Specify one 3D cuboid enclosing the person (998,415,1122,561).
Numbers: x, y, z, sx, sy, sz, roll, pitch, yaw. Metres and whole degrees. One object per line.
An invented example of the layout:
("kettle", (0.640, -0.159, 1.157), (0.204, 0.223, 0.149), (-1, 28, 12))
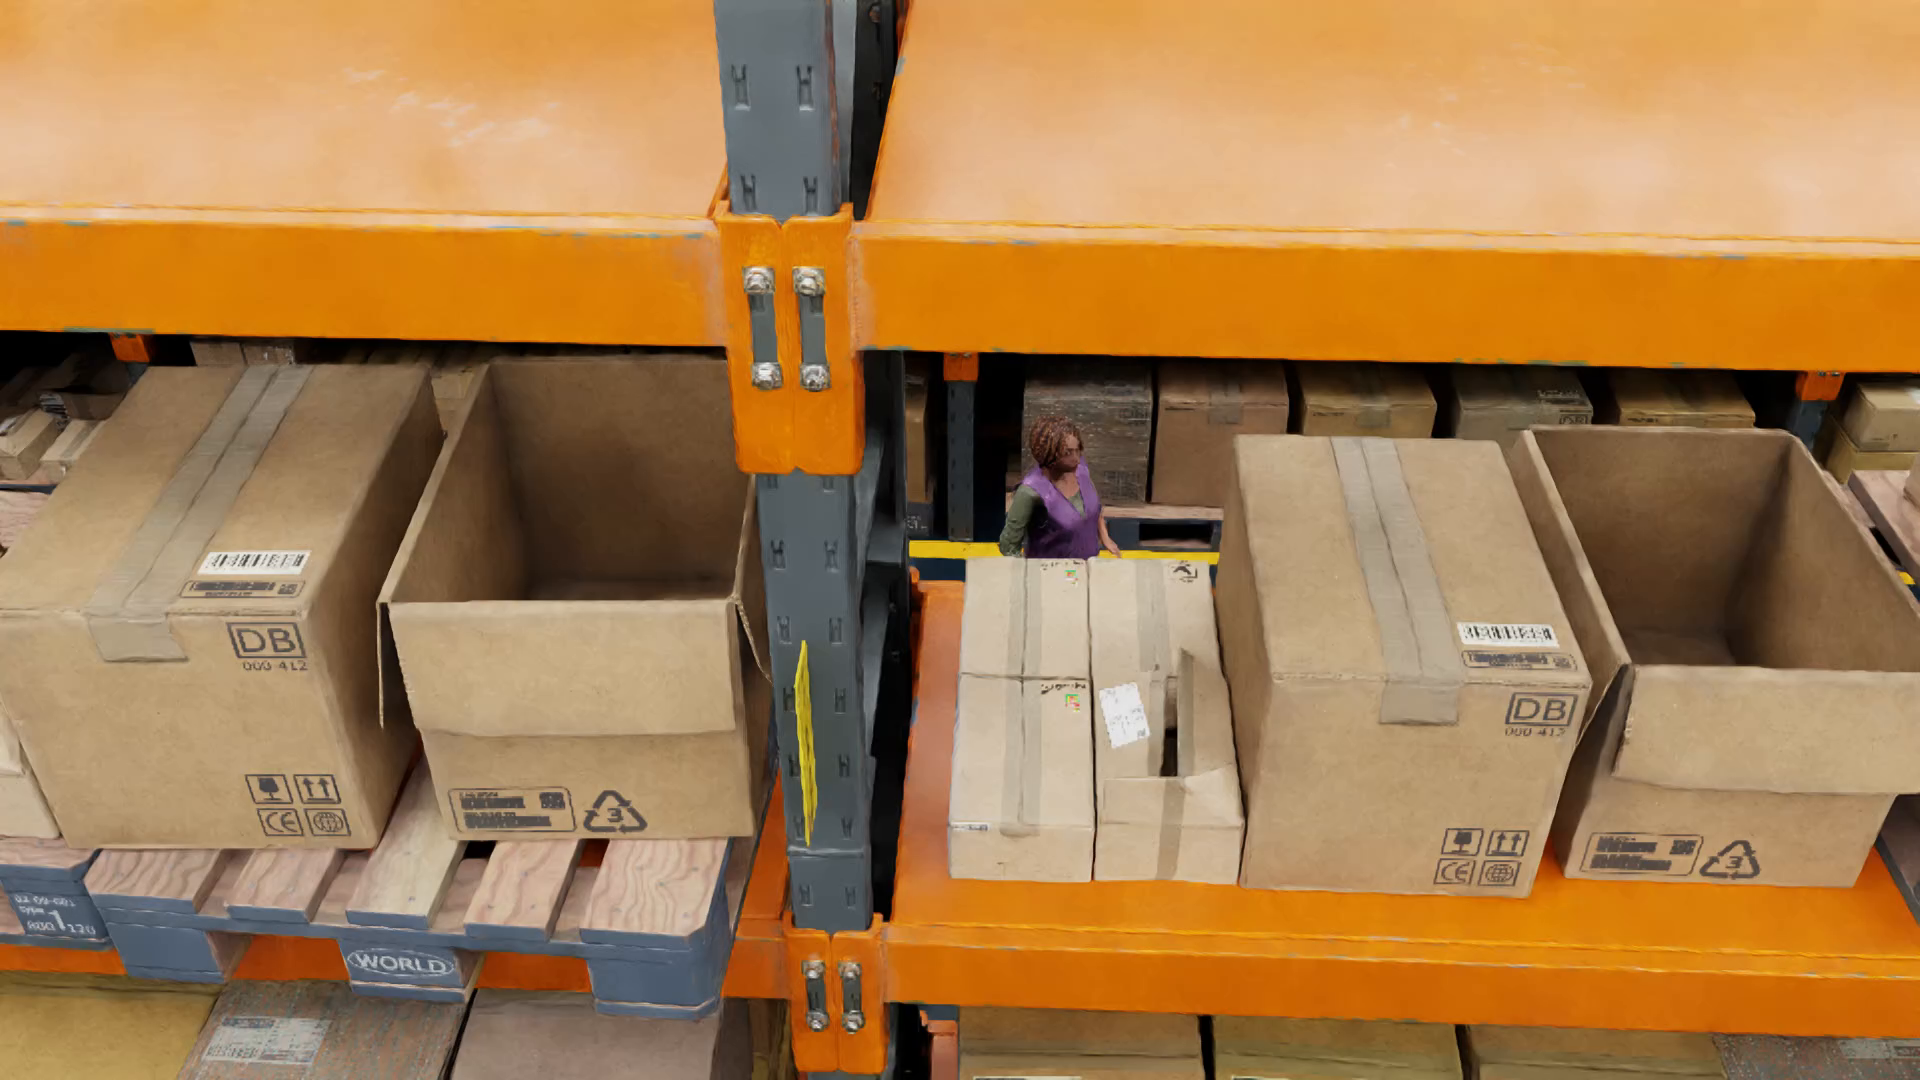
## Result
("person", (0.385, 0.125, 6.944), (0.544, 1.576, 0.622), (-29, 45, -34))
